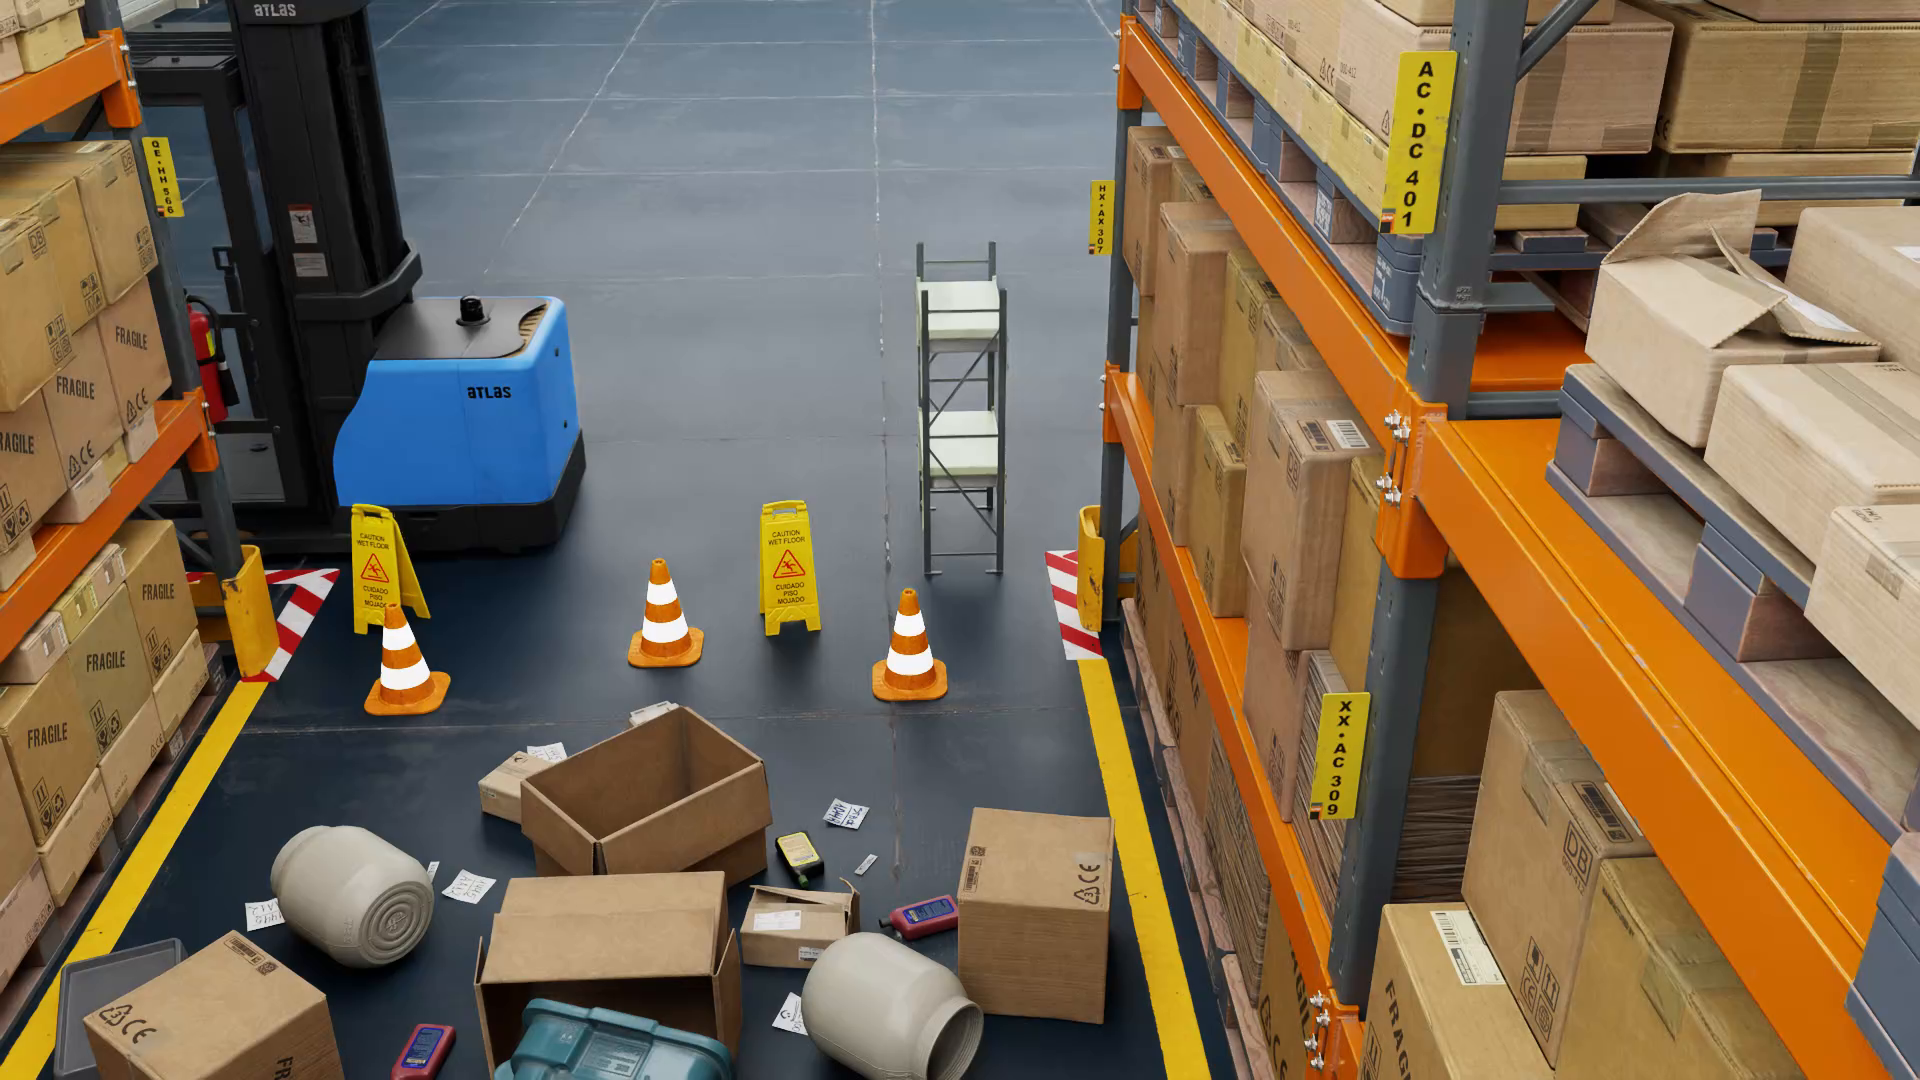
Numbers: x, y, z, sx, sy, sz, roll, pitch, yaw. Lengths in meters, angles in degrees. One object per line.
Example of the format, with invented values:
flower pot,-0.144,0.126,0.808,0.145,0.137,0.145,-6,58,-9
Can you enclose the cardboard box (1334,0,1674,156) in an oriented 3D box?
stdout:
cardboard box,1.089,-0.973,3.407,0.500,0.250,0.500,-2,28,-3

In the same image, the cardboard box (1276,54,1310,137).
cardboard box,0.991,-1.090,4.062,0.380,0.149,0.250,-1,28,-2

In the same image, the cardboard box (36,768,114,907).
cardboard box,-3.413,1.073,5.968,0.500,0.250,0.500,-2,28,-4

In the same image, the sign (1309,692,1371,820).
sign,0.817,0.469,3.586,0.100,0.325,0.005,-1,28,-3

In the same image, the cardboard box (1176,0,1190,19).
cardboard box,0.913,-1.790,5.405,0.380,0.149,0.250,-1,28,-2

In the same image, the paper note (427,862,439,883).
paper note,-2.009,1.263,6.318,0.032,0.001,0.123,-1,28,-3

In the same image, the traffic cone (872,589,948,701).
traffic cone,-0.228,0.431,7.424,0.336,0.463,0.334,-1,28,-3

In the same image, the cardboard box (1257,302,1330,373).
cardboard box,1.351,-0.347,4.841,0.875,0.550,0.550,-1,28,-3

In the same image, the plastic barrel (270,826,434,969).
plastic barrel,-2.156,1.252,5.891,0.512,0.421,0.421,19,33,32

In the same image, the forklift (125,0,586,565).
forklift,-3.607,-1.423,8.308,3.031,2.935,1.130,-1,28,-2

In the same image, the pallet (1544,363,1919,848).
pallet,1.469,0.051,2.372,0.805,0.209,1.217,-2,28,-5

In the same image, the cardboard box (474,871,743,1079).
cardboard box,-1.098,1.421,5.335,0.797,0.637,0.503,-1,28,-3

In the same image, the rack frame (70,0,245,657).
rack frame,-3.775,-0.807,7.054,1.000,3.000,0.127,-1,28,-3

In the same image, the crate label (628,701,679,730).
crate label,-1.271,0.807,7.055,0.250,0.136,0.298,-17,32,-29

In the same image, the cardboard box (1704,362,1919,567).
cardboard box,1.178,-0.091,2.146,0.250,0.149,0.380,-1,28,-3

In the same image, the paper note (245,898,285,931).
paper note,-2.543,1.364,6.102,0.142,0.019,0.148,-11,30,-20

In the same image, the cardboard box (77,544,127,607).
cardboard box,-3.387,0.137,6.251,0.380,0.149,0.250,-1,28,-1

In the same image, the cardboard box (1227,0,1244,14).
cardboard box,1.011,-1.671,4.745,0.500,0.250,0.500,-2,28,-3

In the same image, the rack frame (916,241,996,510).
rack frame,-0.019,-0.837,8.733,0.400,1.500,0.023,-1,28,-3

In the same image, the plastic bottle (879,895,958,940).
plastic bottle,-0.144,1.379,6.039,0.283,0.061,0.133,-11,30,-20

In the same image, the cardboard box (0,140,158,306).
cardboard box,-3.531,-1.196,6.289,0.700,0.500,0.500,-2,28,-4

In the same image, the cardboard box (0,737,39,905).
cardboard box,-3.393,0.975,5.346,0.500,0.500,0.500,0,28,0

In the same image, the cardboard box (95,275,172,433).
cardboard box,-3.472,-0.740,6.495,0.500,0.500,0.500,-2,28,-4

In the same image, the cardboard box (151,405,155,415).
cardboard box,-3.542,-0.529,6.791,0.380,0.149,0.250,0,28,-1

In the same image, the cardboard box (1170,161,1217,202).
cardboard box,1.264,-1.095,6.276,0.875,0.550,0.550,-1,28,-3

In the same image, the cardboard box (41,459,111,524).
cardboard box,-3.383,-0.177,6.118,0.380,0.149,0.250,-1,28,-2

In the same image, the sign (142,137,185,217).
sign,-3.220,-1.465,6.722,0.100,0.325,0.005,-1,28,-3

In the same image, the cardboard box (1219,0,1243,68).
cardboard box,0.953,-1.441,4.735,0.380,0.149,0.250,-1,28,-3

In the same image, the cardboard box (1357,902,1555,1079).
cardboard box,1.130,1.079,3.330,0.500,0.500,0.500,-1,28,-2

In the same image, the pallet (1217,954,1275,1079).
pallet,1.410,1.757,5.153,1.003,0.211,1.213,-1,28,-3

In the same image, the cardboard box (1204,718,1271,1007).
cardboard box,1.358,0.921,5.584,0.875,0.875,0.875,-1,28,-2

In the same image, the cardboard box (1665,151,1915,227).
cardboard box,1.692,-0.752,3.414,0.380,0.149,0.250,-2,28,-3

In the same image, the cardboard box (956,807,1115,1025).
cardboard box,0.266,1.289,5.736,0.500,0.500,0.500,3,28,6

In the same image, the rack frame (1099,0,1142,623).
rack frame,1.163,-0.974,7.373,1.000,3.000,0.127,-1,28,-3

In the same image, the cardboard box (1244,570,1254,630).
cardboard box,1.378,0.131,5.092,0.875,0.550,0.550,-1,28,-3

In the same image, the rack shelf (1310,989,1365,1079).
rack shelf,1.476,2.116,2.227,1.077,0.370,4.000,-1,28,-3

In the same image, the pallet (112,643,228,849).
pallet,-3.764,0.840,6.911,1.003,0.211,1.213,-1,28,-3

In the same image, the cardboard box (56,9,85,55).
cardboard box,-3.478,-1.868,6.116,0.380,0.149,0.250,-1,28,-2

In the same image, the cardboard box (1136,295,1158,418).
cardboard box,1.227,-0.870,7.012,0.875,0.550,0.550,-1,28,-3

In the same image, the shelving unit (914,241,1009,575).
shelving unit,0.000,-0.668,8.409,0.431,1.500,0.755,-1,28,-3

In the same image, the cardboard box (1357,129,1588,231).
cardboard box,1.033,-0.736,3.383,0.380,0.149,0.250,-1,28,-3

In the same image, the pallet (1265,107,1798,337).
pallet,1.339,-0.795,3.883,1.003,0.211,1.213,-1,28,-3

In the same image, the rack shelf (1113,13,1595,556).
rack shelf,1.267,-1.061,5.075,1.077,0.370,4.000,-1,28,-3

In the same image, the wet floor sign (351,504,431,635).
wet floor sign,-2.717,0.123,7.817,0.267,0.644,0.232,8,29,15

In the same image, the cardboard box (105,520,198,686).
cardboard box,-3.473,0.257,6.723,0.500,0.500,0.500,-1,28,-2

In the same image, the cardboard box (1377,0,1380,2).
cardboard box,1.021,-1.207,3.424,0.380,0.149,0.250,-2,28,-3
